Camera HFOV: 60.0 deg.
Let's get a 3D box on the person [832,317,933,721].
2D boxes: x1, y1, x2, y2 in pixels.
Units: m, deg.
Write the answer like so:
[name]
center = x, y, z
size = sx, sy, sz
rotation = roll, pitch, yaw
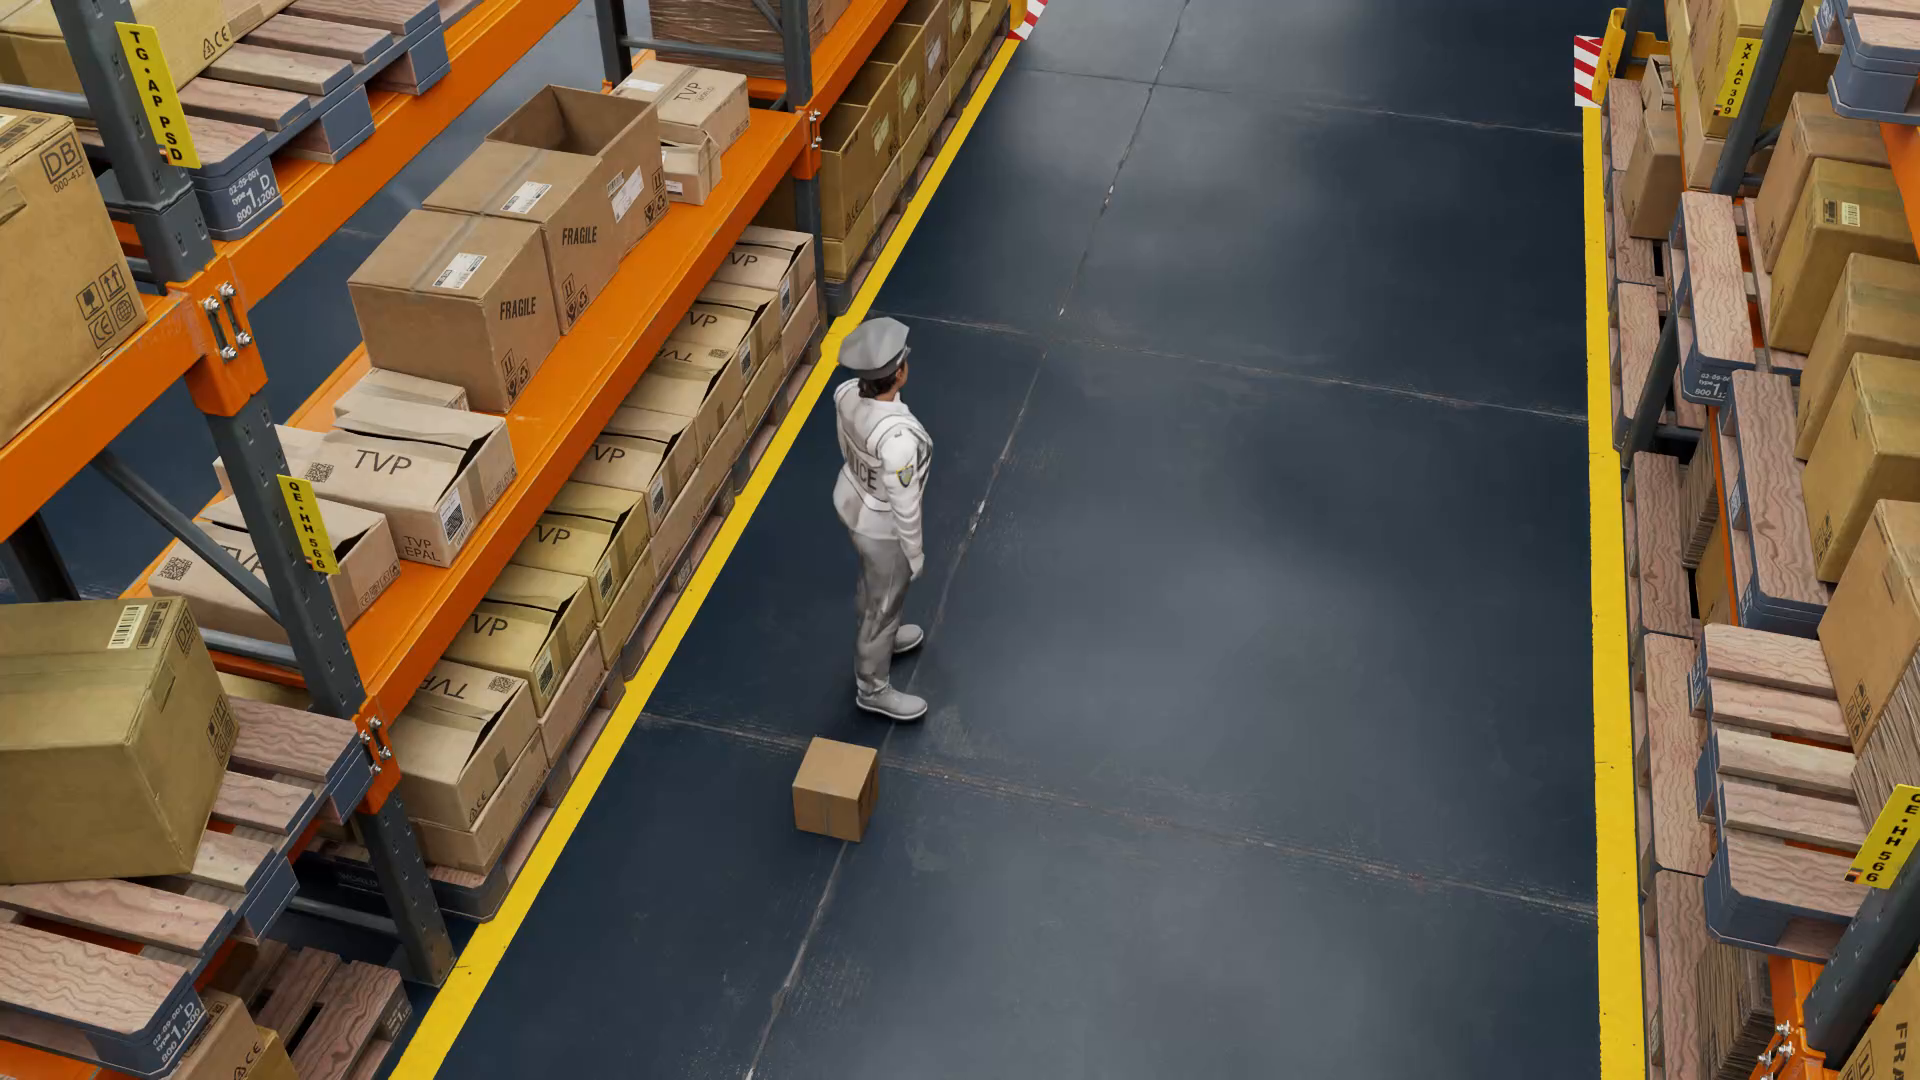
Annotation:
[person]
center = -0.273, -0.077, 6.200
size = 0.405, 1.677, 0.528
rotation = -17, 44, -19
